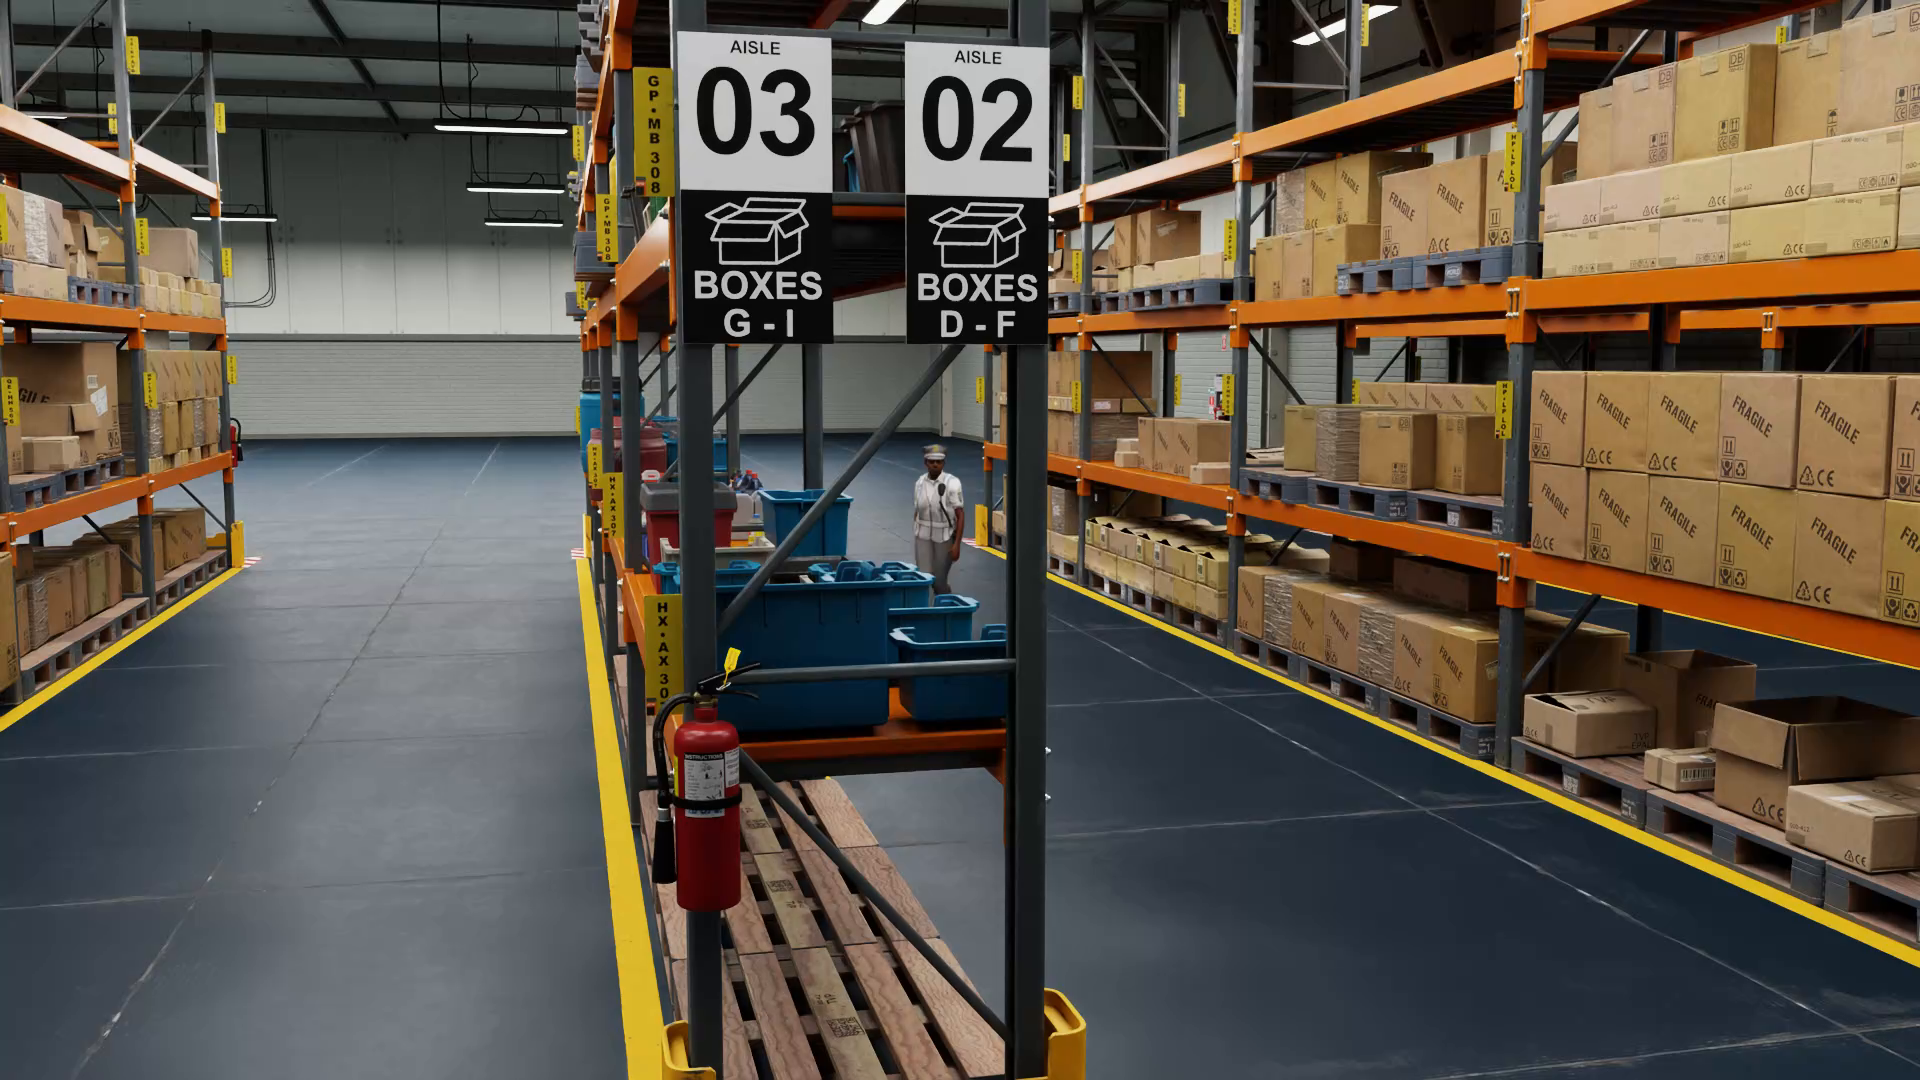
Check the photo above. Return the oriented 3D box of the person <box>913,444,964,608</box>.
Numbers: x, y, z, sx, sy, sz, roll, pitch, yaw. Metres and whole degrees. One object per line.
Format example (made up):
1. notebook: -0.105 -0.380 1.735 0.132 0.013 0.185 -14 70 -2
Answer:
1. person: -0.173 -0.009 14.228 0.509 1.640 0.718 2 7 18
